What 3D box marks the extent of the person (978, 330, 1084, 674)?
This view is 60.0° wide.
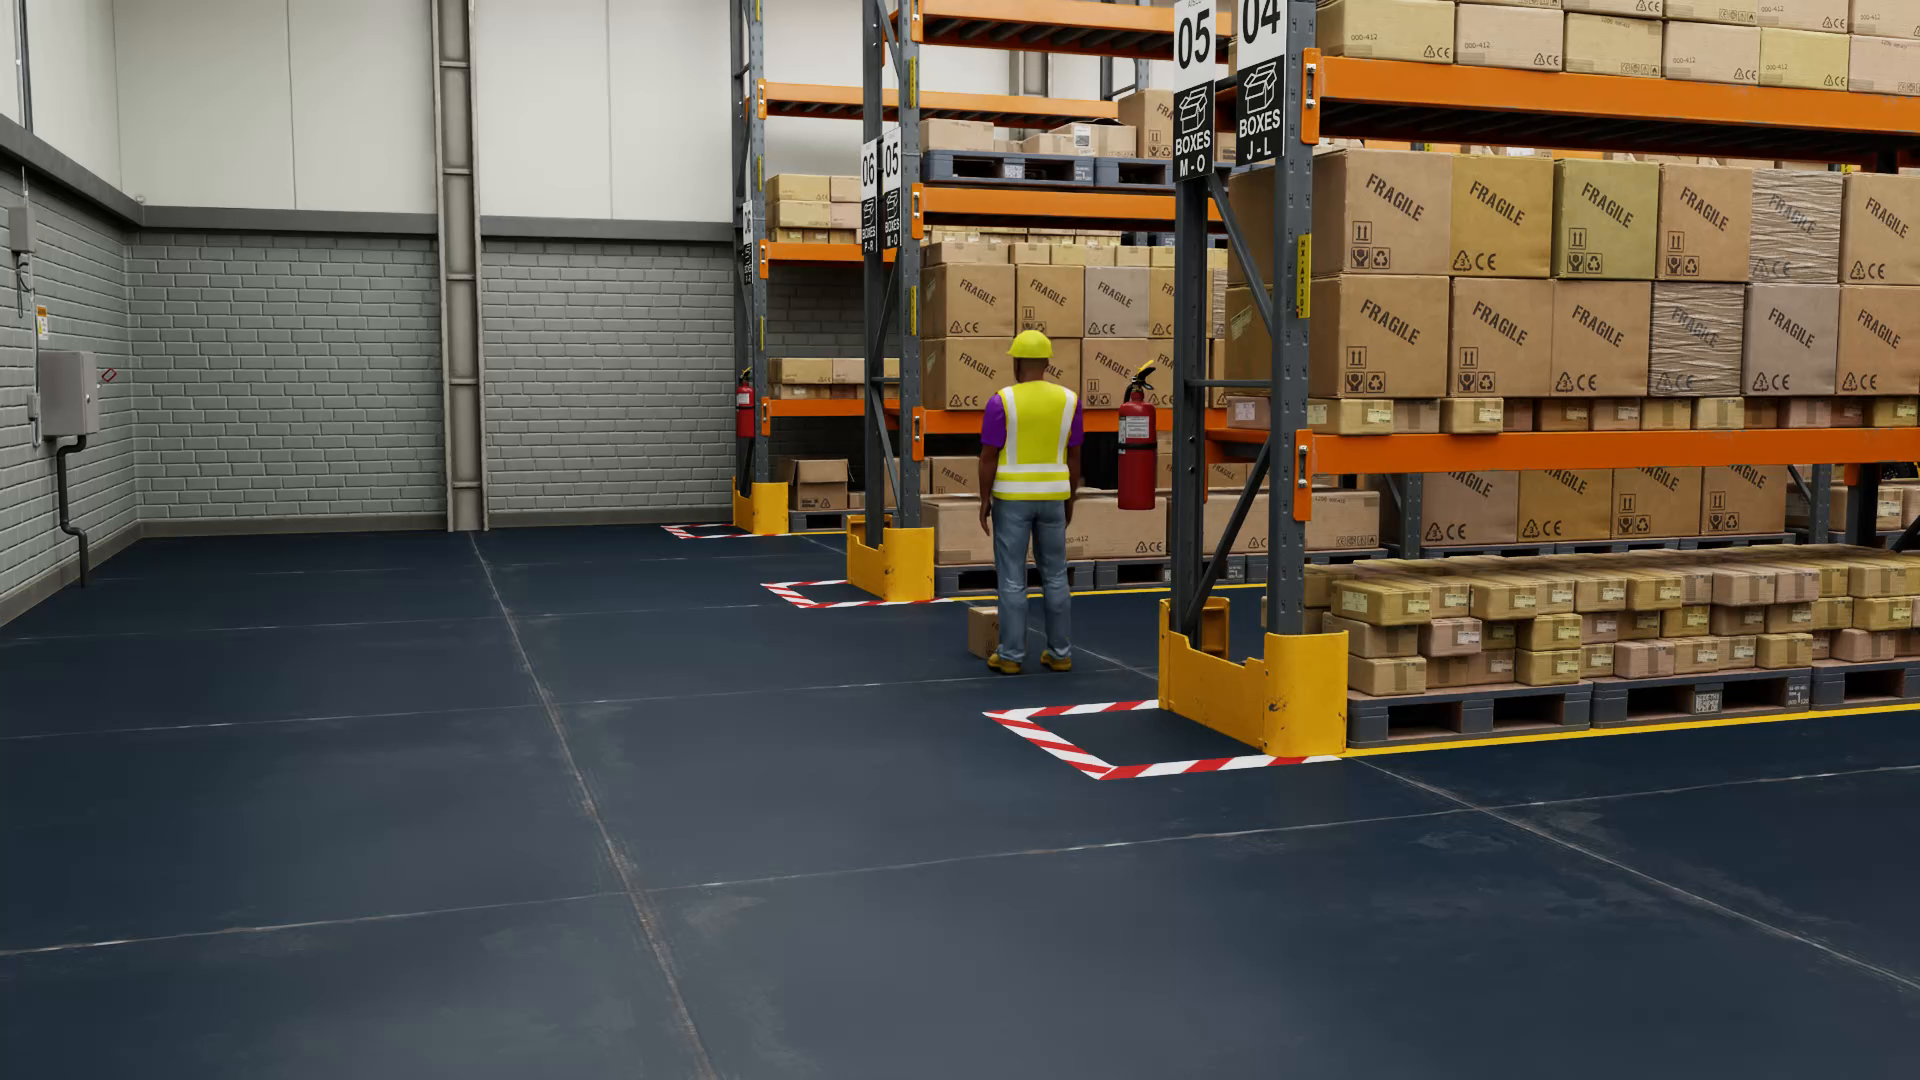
[{"bbox_3d":[0.356,-0.202,8.663,0.562,1.767,0.359,-2,6,-18],"label":"person"}]
